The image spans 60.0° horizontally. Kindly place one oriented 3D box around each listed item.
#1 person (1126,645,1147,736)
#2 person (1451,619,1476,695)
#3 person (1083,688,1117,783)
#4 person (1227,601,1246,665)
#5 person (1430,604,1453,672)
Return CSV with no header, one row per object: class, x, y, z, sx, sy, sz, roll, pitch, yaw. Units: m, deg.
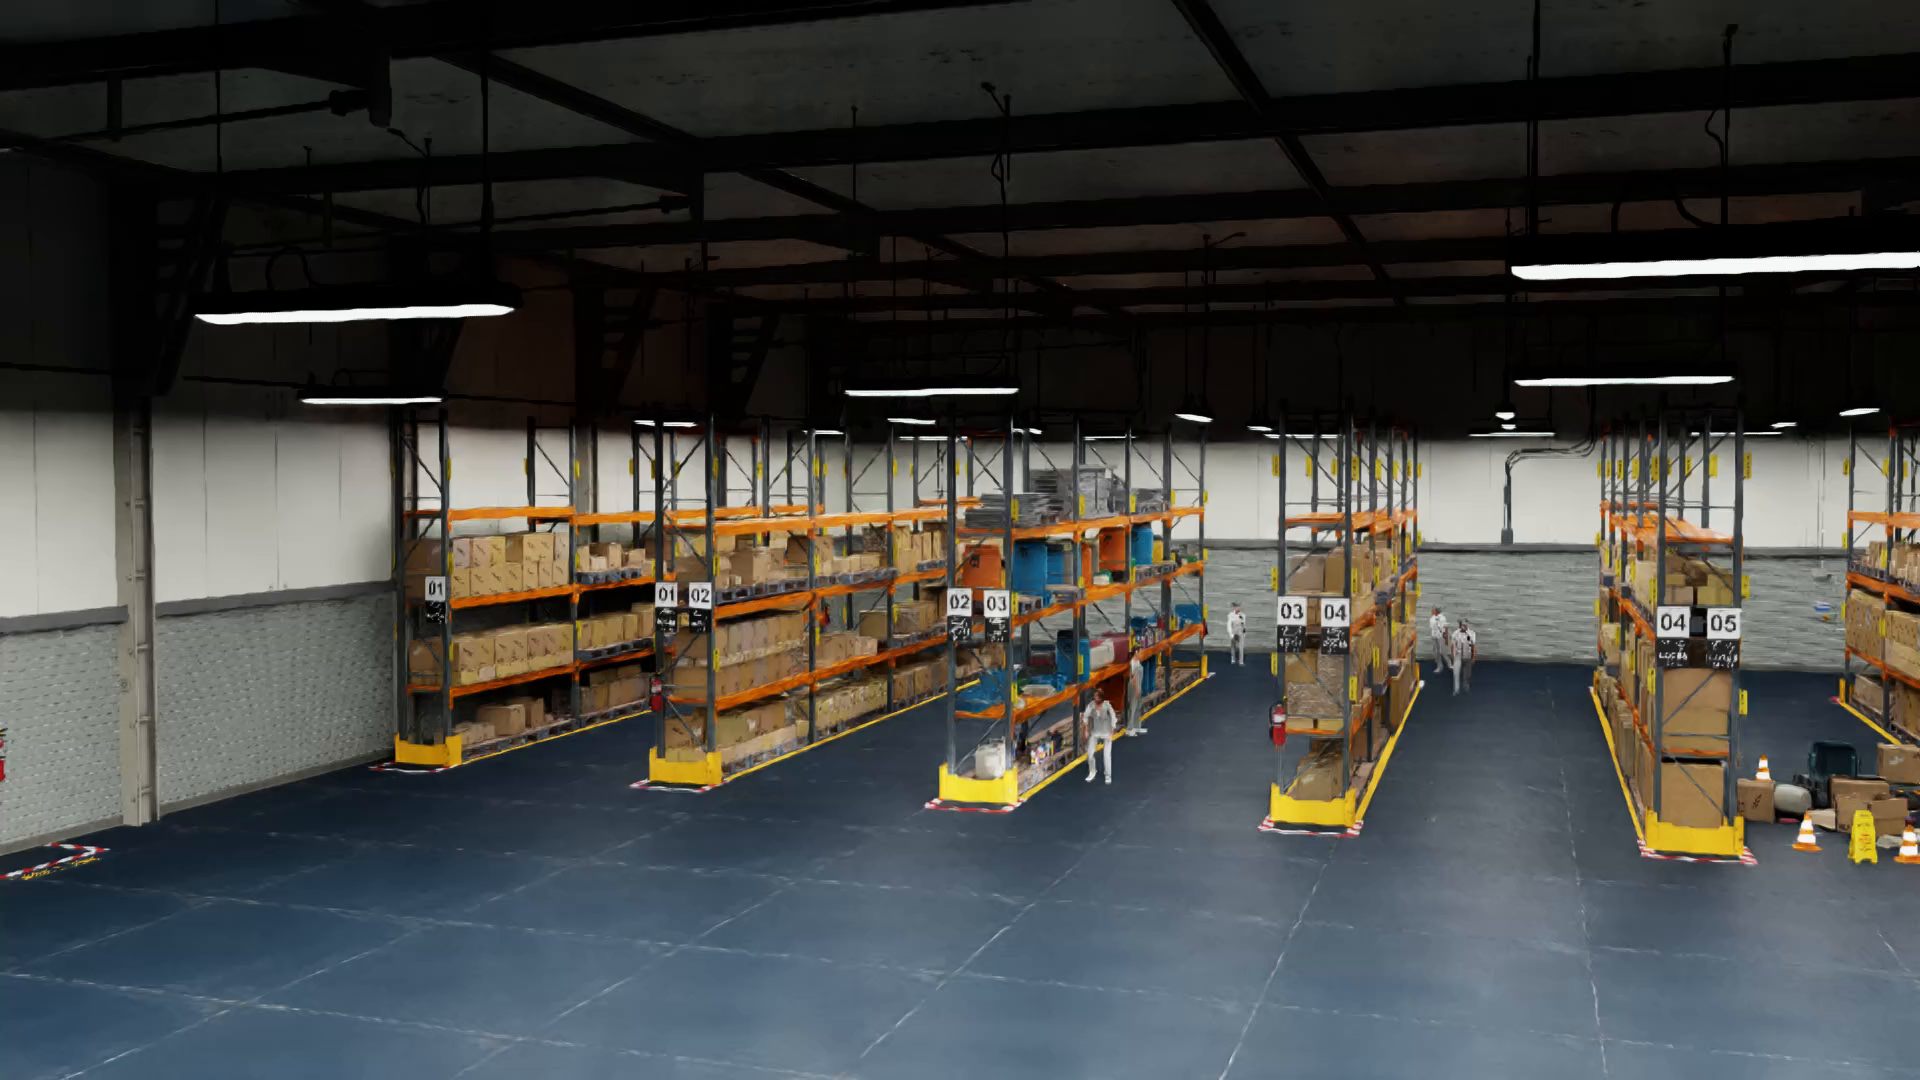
person,3.310,2.806,31.209,0.380,1.681,0.597,1,3,13
person,11.164,2.566,36.864,0.540,1.676,1.120,1,3,16
person,2.224,3.102,26.462,0.566,1.541,0.506,1,3,16
person,7.046,2.358,42.381,0.483,1.621,0.995,0,2,10
person,11.851,2.418,40.986,0.494,1.666,0.520,-2,3,-34
